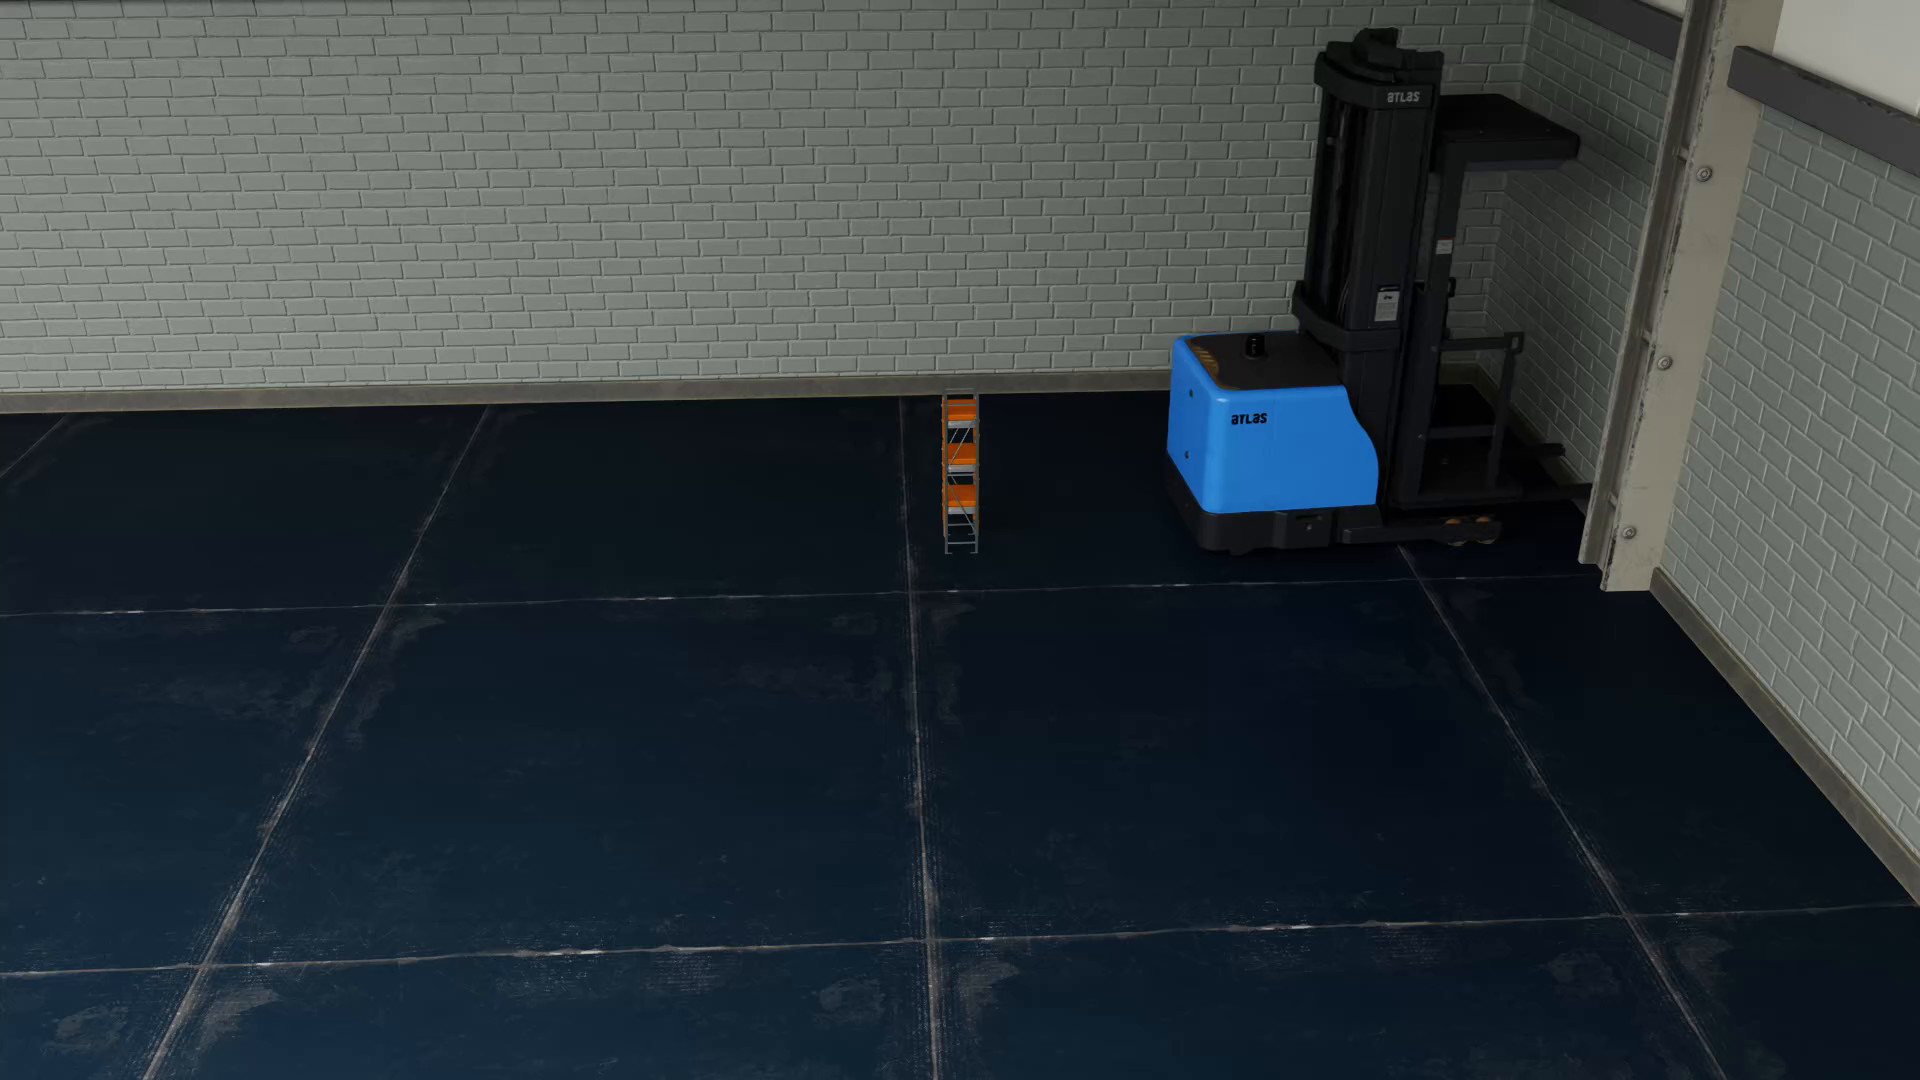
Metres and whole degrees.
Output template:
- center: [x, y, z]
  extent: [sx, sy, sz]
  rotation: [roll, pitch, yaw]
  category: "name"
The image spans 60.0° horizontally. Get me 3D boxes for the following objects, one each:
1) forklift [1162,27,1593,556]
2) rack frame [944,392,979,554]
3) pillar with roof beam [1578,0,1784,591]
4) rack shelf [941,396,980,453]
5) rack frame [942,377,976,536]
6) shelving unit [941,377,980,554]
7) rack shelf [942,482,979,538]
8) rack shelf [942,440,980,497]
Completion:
- center: [2.873, -1.500, 9.957]
  extent: [3.031, 2.935, 1.130]
  rotation: [-4, 28, -7]
  category: "forklift"
- center: [0.009, -0.384, 9.852]
  extent: [0.200, 1.050, 0.008]
  rotation: [-1, 28, -3]
  category: "rack frame"
- center: [-0.412, -3.683, 7.580]
  extent: [9.100, 9.000, 0.400]
  rotation: [-1, 28, -3]
  category: "pillar with roof beam"
- center: [0.003, -0.683, 9.834]
  extent: [0.215, 0.259, 0.240]
  rotation: [-1, 28, -3]
  category: "rack shelf"
- center: [-0.004, -0.497, 10.068]
  extent: [0.200, 1.050, 0.008]
  rotation: [-1, 28, -3]
  category: "rack frame"
- center: [0.003, -0.441, 9.960]
  extent: [0.215, 1.050, 0.252]
  rotation: [-1, 28, -3]
  category: "shelving unit"
- center: [0.003, -0.185, 10.093]
  extent: [0.215, 0.259, 0.240]
  rotation: [-1, 28, -3]
  category: "rack shelf"
- center: [0.003, -0.431, 9.965]
  extent: [0.215, 0.259, 0.240]
  rotation: [-1, 28, -3]
  category: "rack shelf"
